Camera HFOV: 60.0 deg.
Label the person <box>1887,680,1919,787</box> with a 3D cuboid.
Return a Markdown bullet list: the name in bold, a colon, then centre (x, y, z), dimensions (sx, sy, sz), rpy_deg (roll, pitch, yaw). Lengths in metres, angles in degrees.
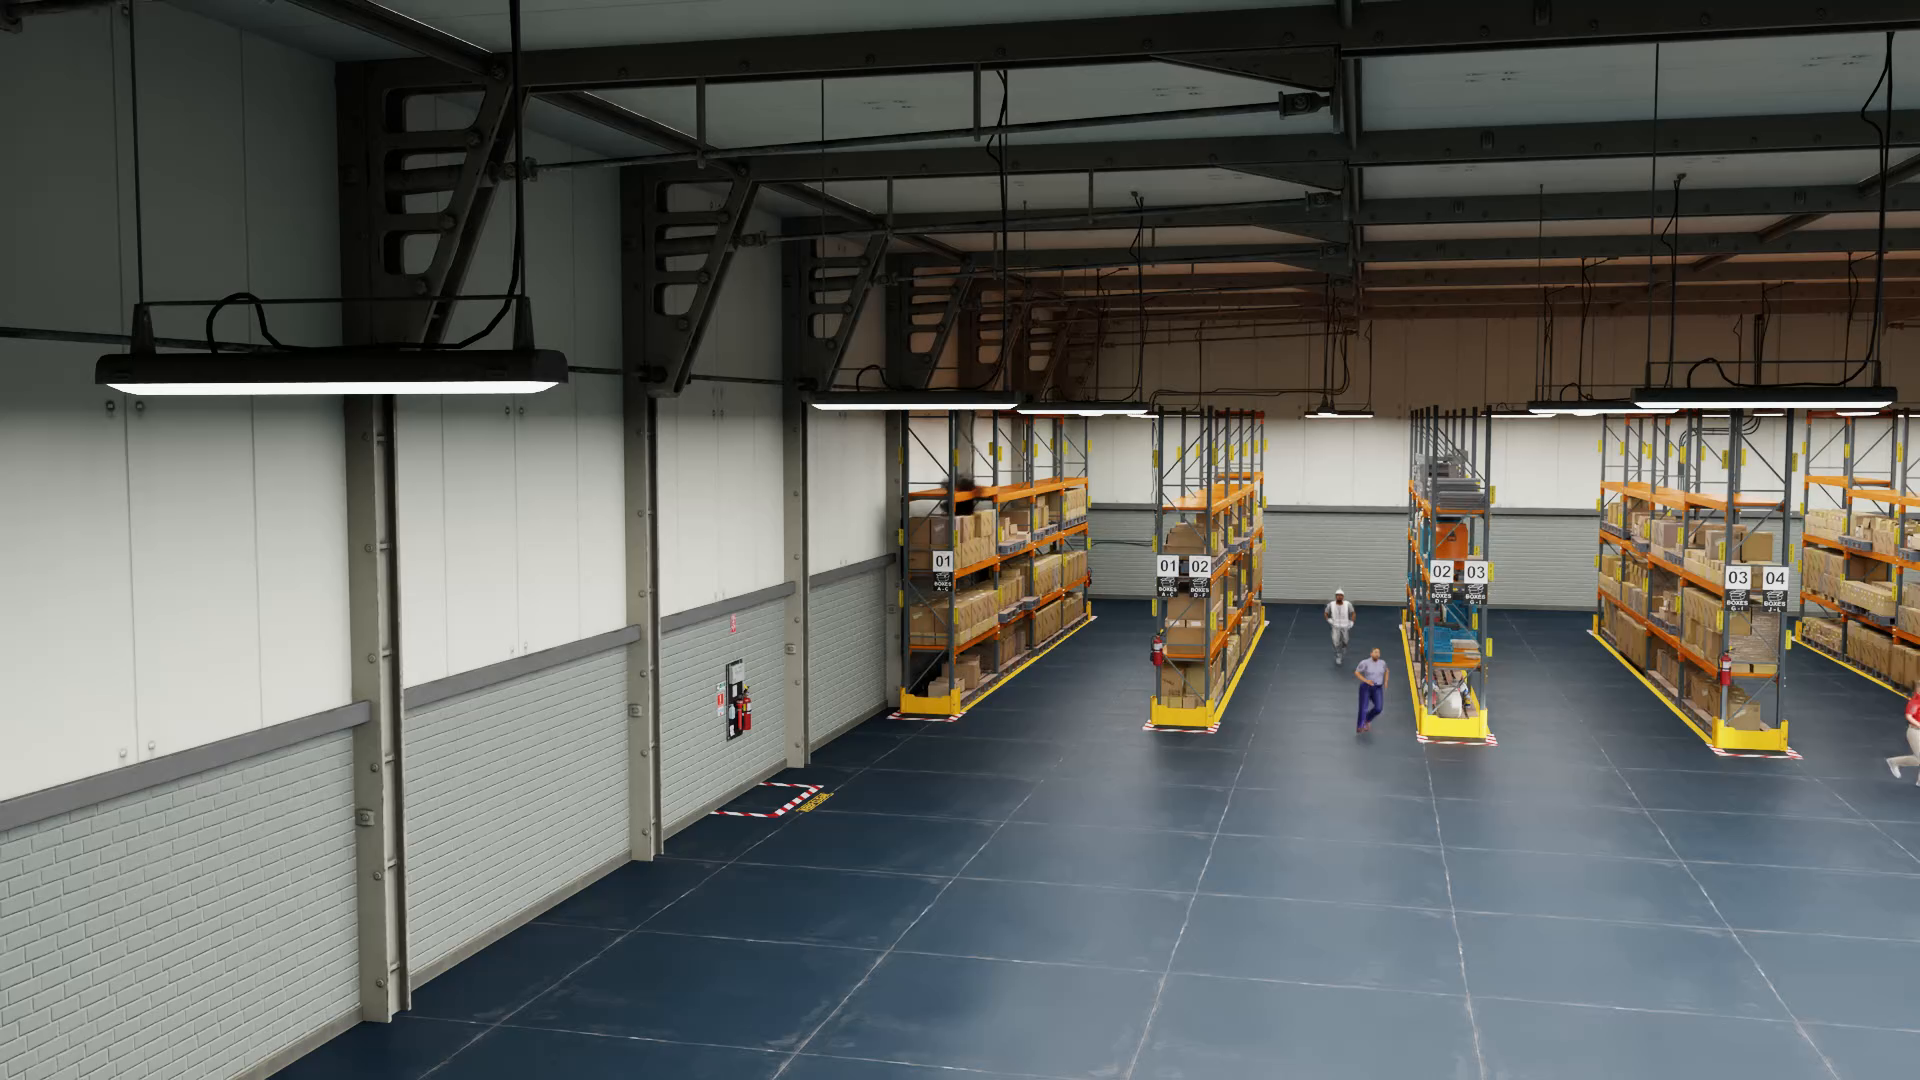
- **person**: centre (14.916, 3.038, 25.959), dimensions (0.671, 1.717, 0.715), rpy_deg (-4, 6, -45)

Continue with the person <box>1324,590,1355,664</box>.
- **person**: centre (8.966, 2.047, 39.291), dimensions (0.730, 1.737, 0.598), rpy_deg (1, 4, 9)

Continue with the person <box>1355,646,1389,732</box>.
- **person**: centre (7.570, 2.742, 30.454), dimensions (0.699, 1.587, 0.565), rpy_deg (0, 4, -5)
